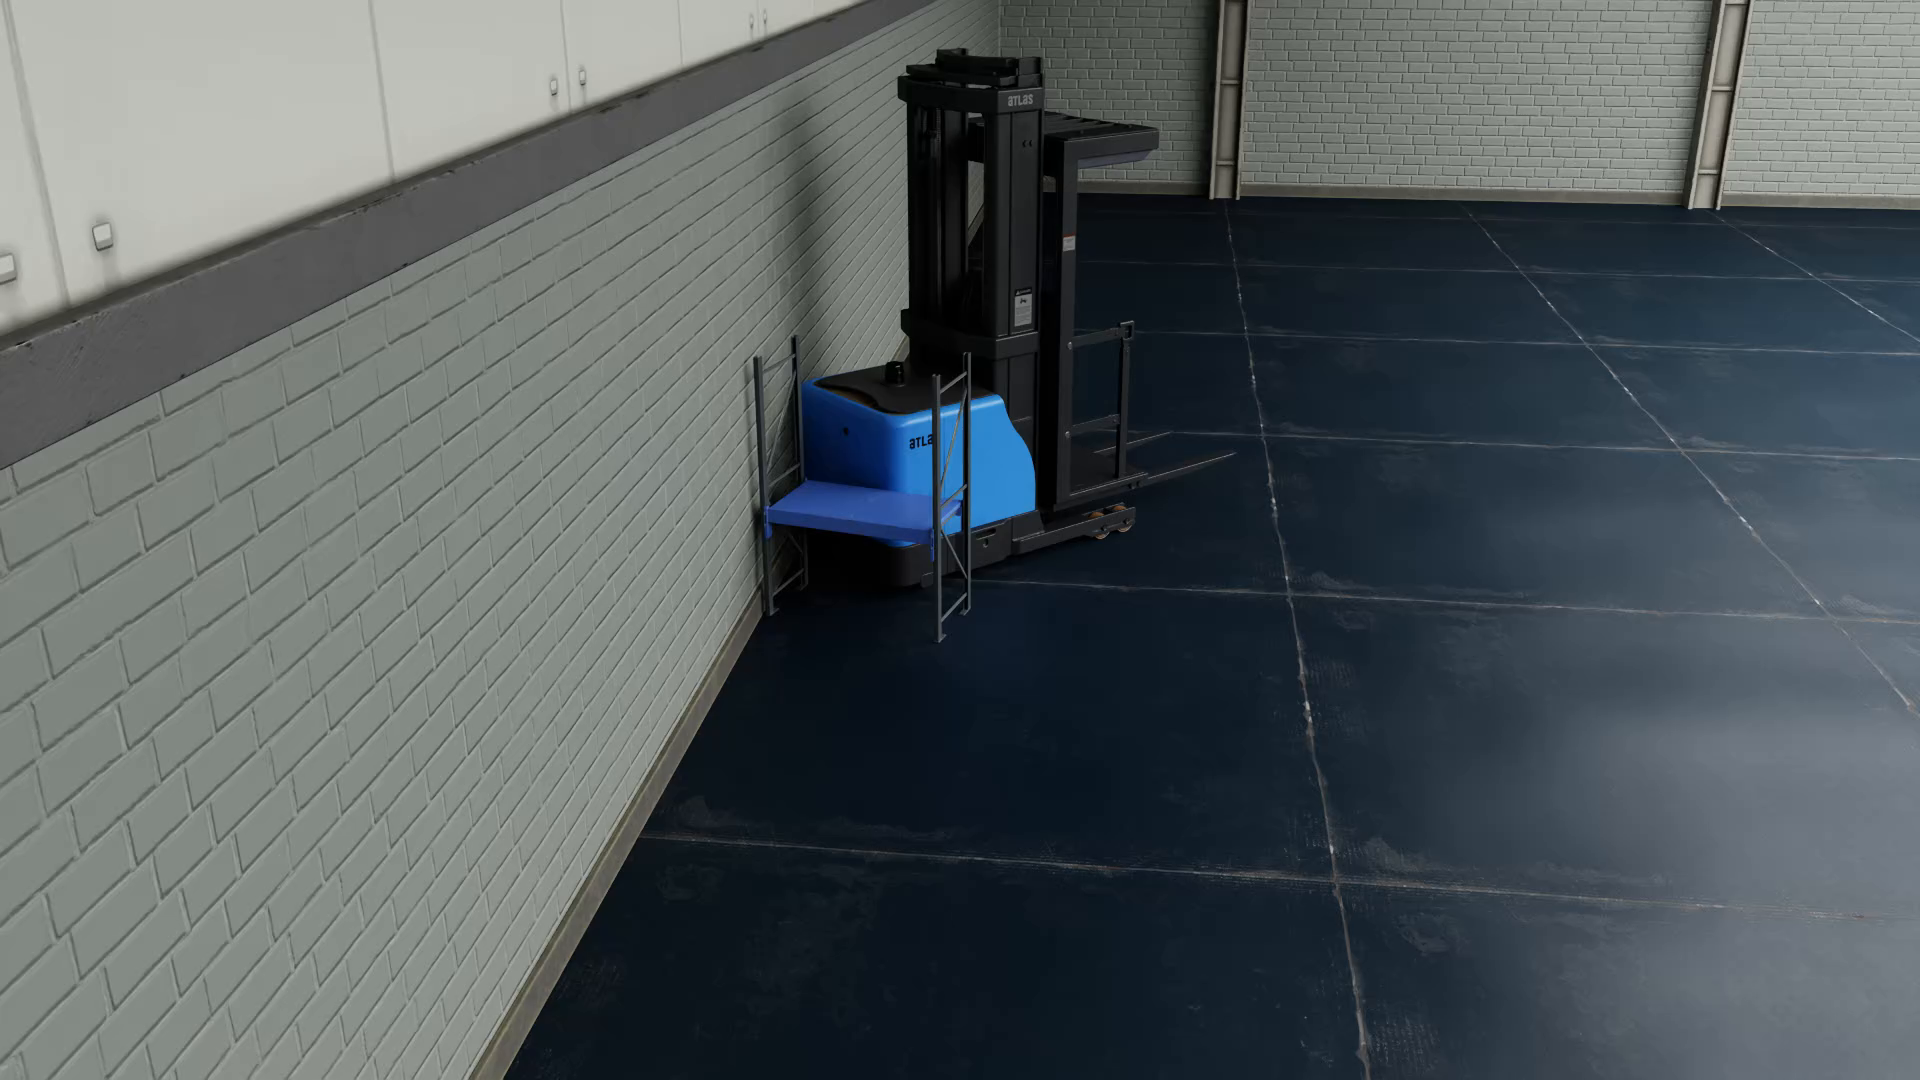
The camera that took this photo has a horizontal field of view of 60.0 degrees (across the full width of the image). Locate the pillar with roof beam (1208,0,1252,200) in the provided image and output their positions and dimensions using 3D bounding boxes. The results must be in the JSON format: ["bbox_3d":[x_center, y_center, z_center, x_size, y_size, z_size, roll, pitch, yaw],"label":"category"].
[{"bbox_3d":[2.957,-7.110,16.185,0.400,9.000,9.100,2,22,6],"label":"pillar with roof beam"}]

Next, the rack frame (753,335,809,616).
[{"bbox_3d":[-0.994,-0.355,9.296,0.032,1.500,0.500,8,23,19],"label":"rack frame"}]

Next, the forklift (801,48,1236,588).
[{"bbox_3d":[0.493,-1.506,10.262,3.031,2.935,1.130,-16,27,-35],"label":"forklift"}]

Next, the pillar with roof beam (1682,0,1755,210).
[{"bbox_3d":[8.915,-6.851,15.528,0.400,9.000,9.100,2,22,6],"label":"pillar with roof beam"}]

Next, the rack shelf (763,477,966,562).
[{"bbox_3d":[-0.518,-0.122,9.196,1.000,0.185,0.538,8,23,19],"label":"rack shelf"}]

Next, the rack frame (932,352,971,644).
[{"bbox_3d":[-0.042,-0.224,8.963,0.032,1.500,0.500,8,23,19],"label":"rack frame"}]

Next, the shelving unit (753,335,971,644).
[{"bbox_3d":[-0.518,-0.289,9.130,1.048,1.500,0.538,8,23,19],"label":"shelving unit"}]
